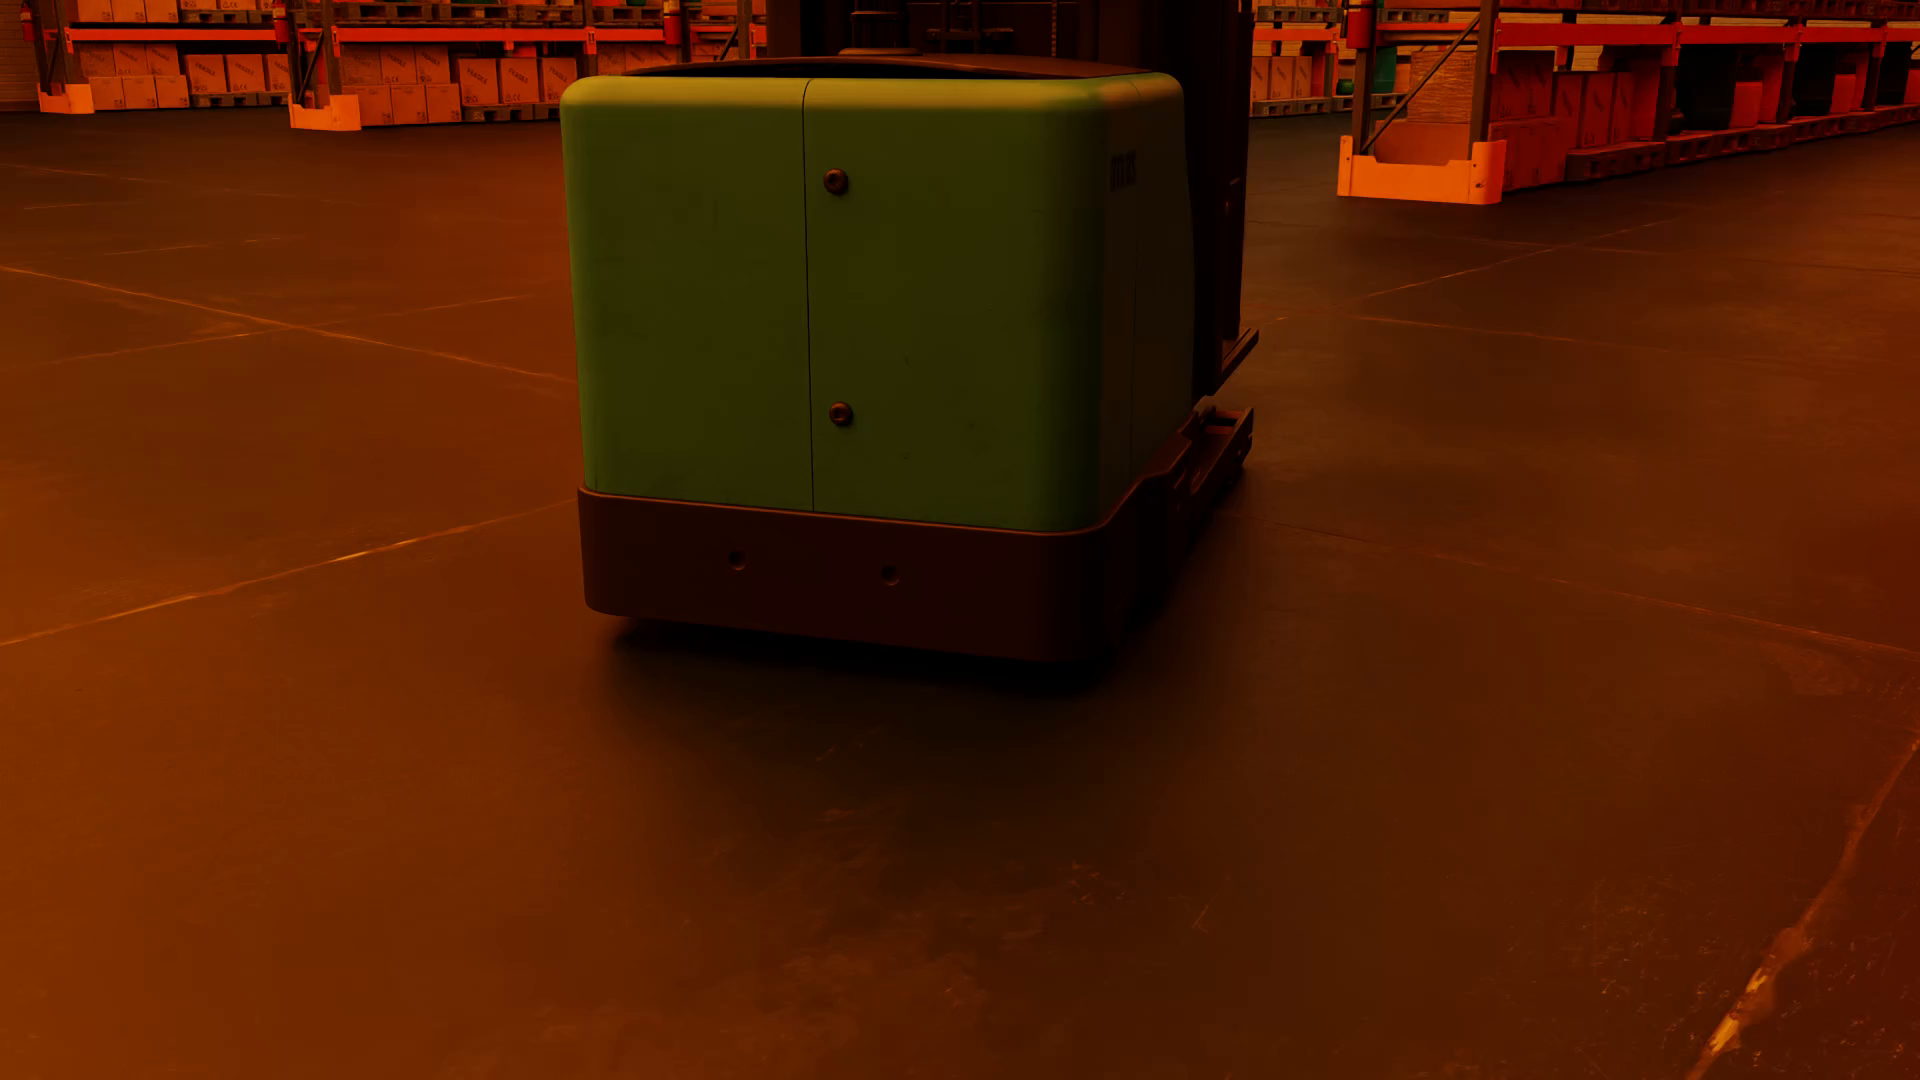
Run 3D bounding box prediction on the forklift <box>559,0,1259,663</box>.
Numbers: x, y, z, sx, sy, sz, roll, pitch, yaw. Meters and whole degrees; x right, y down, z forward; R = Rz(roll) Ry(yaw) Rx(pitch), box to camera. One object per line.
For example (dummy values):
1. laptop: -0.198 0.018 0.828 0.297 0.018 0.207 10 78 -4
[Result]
1. forklift: 0.182 -1.571 4.072 1.130 2.935 3.031 5 18 17
